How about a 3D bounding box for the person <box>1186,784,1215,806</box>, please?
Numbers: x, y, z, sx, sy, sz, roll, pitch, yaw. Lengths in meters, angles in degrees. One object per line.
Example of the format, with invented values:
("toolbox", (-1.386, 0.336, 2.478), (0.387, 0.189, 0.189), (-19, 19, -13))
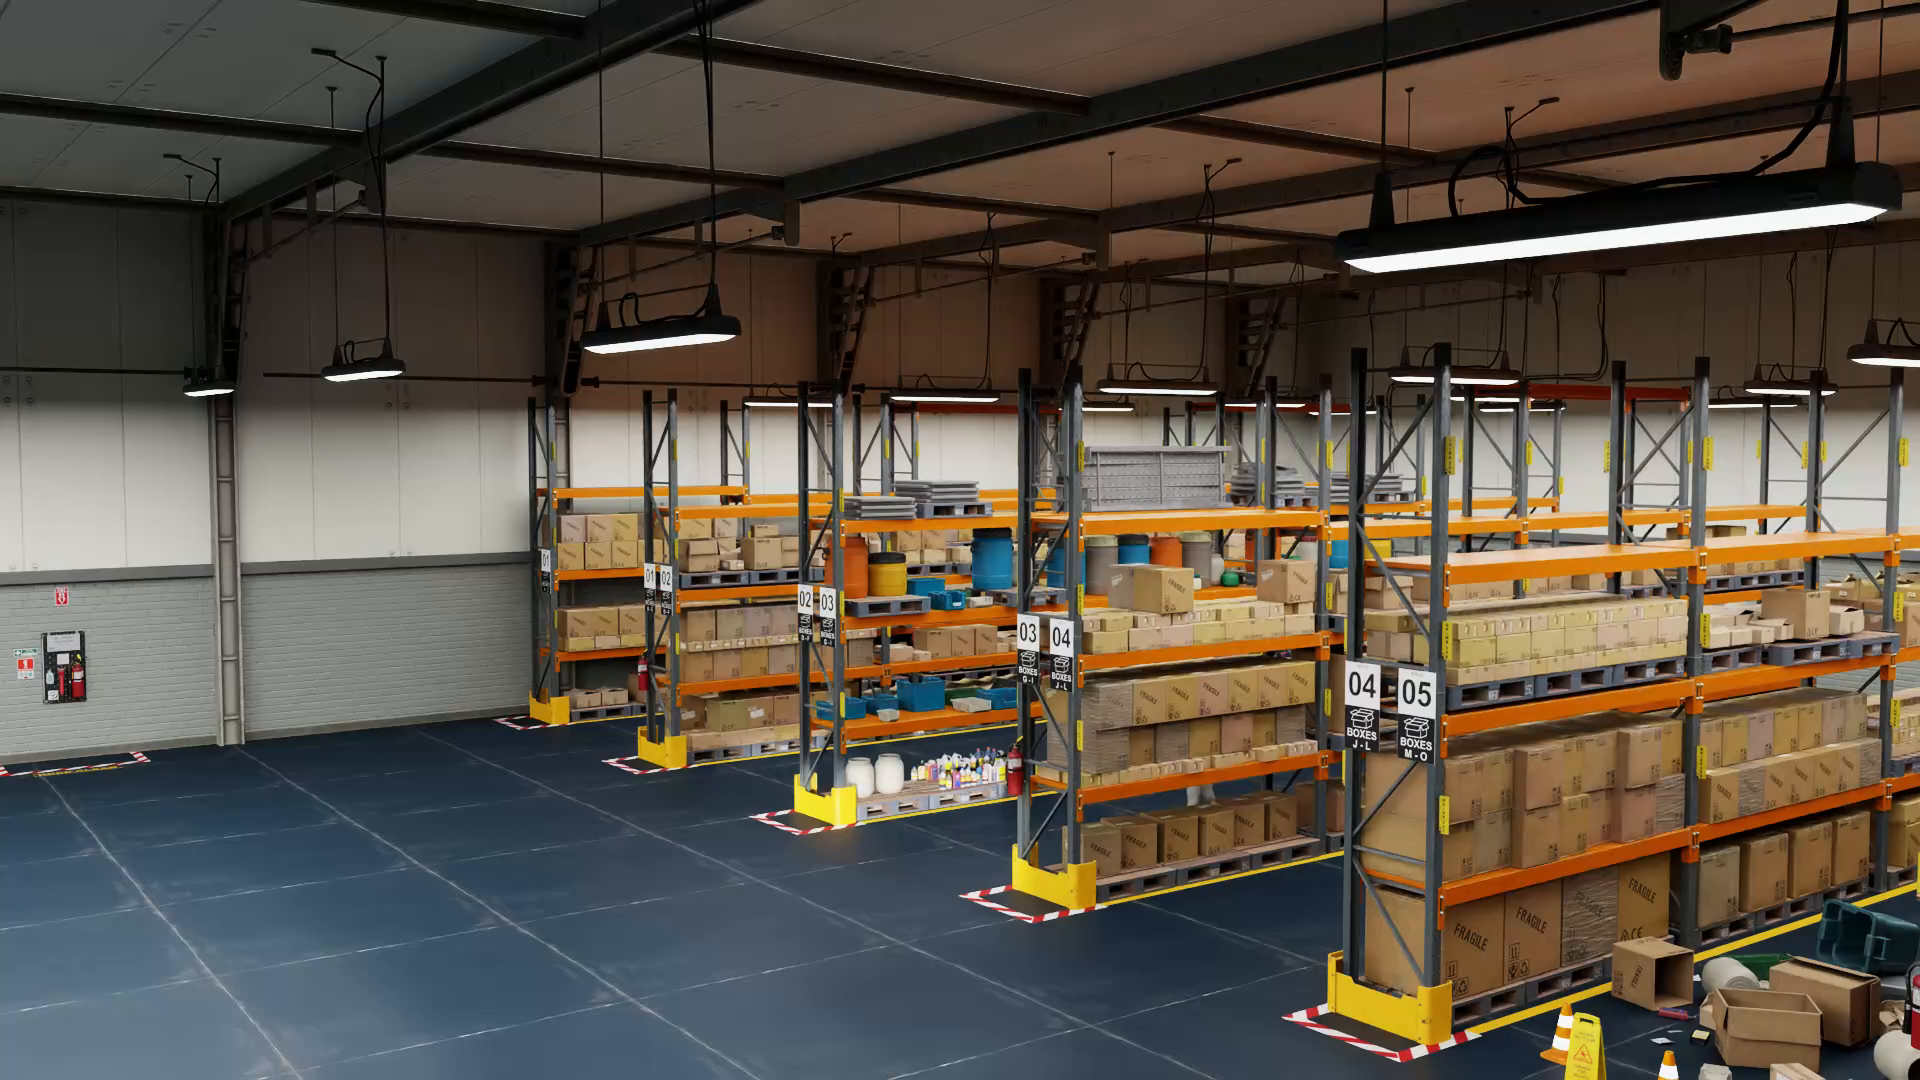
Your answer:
("person", (3.227, 2.936, 22.732), (0.438, 1.786, 0.674), (3, 5, 45))
